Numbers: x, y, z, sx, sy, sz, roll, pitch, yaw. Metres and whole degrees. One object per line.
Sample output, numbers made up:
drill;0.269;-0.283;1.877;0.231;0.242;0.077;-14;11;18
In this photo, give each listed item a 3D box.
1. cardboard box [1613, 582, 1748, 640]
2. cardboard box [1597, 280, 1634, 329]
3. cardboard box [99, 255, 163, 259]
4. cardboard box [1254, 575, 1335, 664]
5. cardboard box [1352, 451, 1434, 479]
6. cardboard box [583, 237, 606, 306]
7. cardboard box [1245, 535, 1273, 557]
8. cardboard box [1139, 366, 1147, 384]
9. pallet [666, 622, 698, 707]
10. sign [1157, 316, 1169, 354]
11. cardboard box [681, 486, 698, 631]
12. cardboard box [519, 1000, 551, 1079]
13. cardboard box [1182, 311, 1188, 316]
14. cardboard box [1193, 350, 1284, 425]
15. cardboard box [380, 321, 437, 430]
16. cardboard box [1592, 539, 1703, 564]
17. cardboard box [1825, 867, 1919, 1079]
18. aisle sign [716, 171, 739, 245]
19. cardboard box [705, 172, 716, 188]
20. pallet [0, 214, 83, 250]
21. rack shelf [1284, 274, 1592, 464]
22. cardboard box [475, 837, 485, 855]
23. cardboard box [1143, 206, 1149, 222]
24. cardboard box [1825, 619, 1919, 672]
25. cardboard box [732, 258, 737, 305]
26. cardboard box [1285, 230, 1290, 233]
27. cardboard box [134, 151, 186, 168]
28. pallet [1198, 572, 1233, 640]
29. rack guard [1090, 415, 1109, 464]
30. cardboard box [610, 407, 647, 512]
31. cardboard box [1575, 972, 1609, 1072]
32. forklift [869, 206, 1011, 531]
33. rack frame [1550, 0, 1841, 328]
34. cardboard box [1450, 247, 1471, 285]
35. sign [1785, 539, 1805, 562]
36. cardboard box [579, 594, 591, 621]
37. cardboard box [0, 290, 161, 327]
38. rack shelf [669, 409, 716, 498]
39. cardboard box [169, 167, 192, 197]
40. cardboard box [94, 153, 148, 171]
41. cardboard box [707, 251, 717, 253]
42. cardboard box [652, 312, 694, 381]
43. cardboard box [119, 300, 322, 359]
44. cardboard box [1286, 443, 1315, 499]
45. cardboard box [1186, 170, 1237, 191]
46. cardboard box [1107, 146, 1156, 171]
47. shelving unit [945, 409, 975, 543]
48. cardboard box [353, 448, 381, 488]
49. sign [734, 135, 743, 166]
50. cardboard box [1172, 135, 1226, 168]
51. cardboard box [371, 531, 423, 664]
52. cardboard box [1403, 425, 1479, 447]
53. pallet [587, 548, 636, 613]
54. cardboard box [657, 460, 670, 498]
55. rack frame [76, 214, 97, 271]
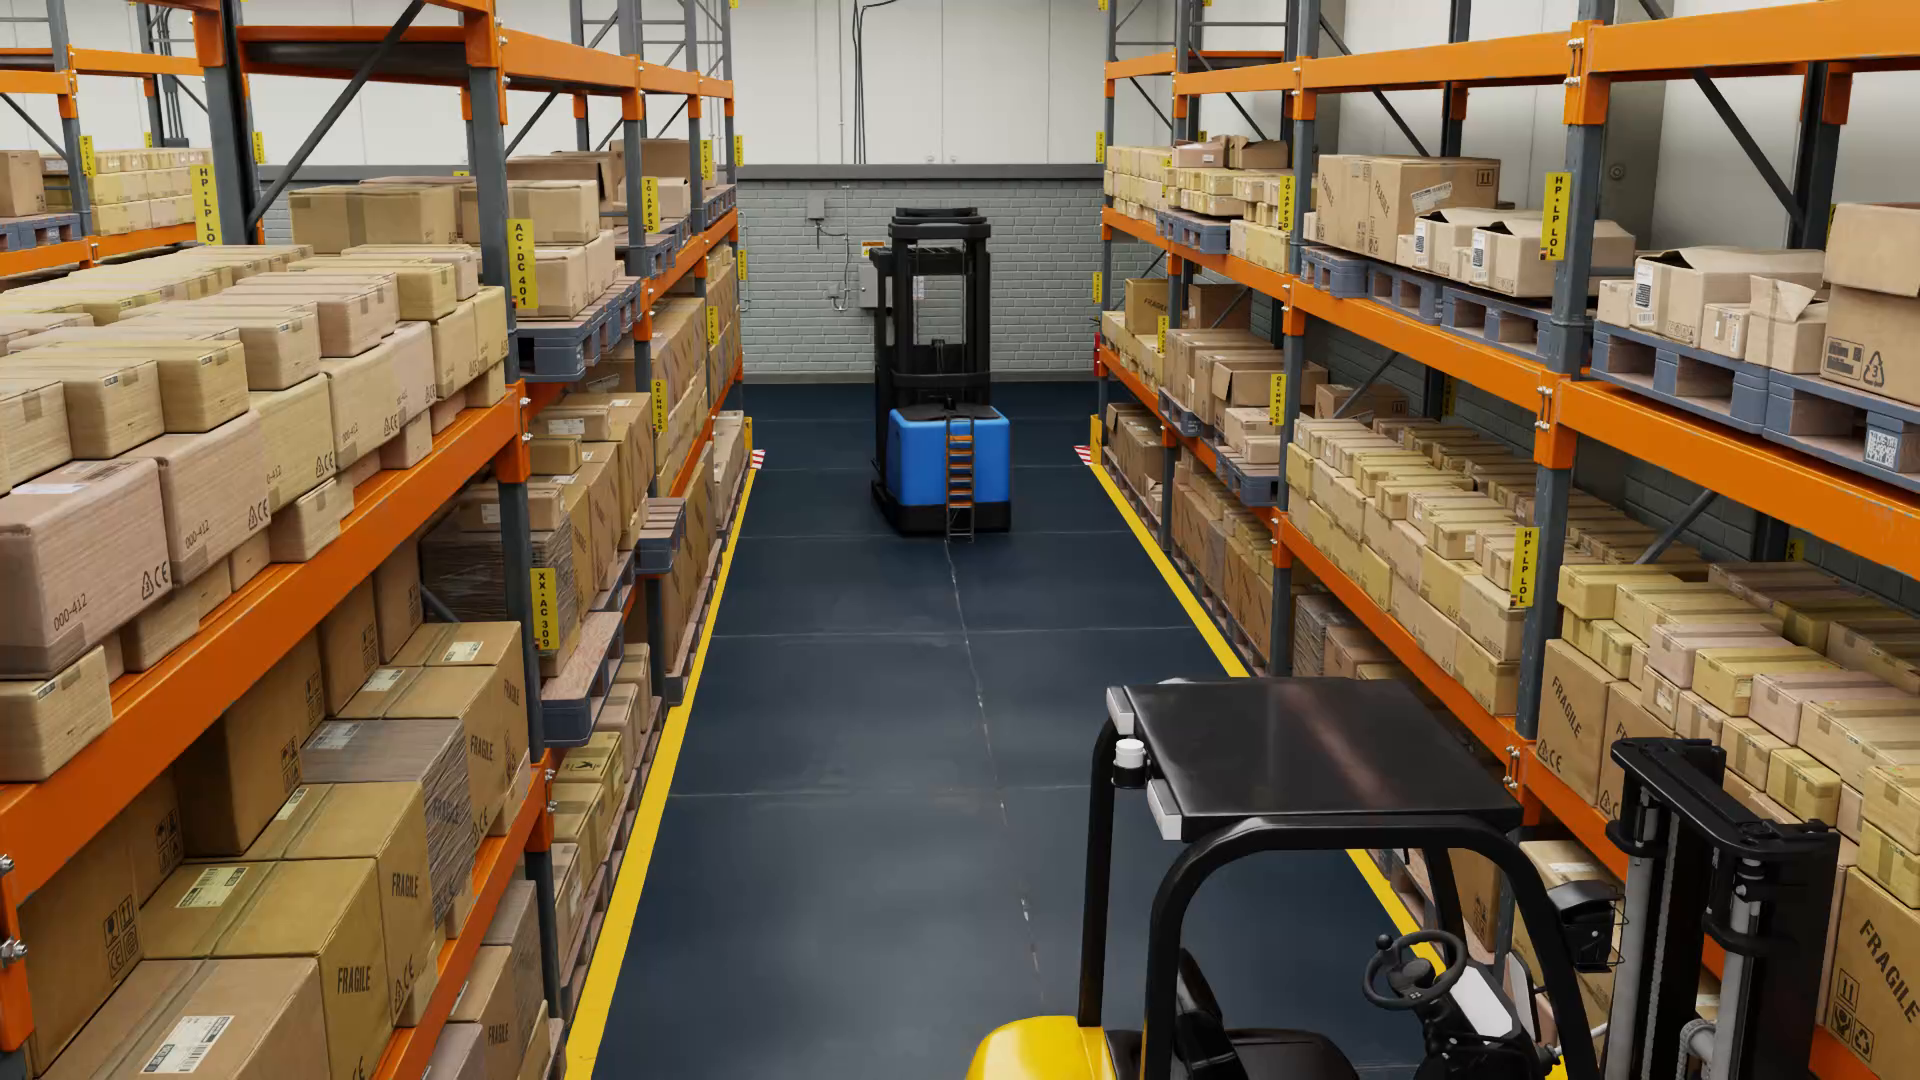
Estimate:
cardboard box;2.647;0.261;6.117;0.380;0.149;0.250;-1;14;-3
cardboard box;2.524;-0.846;5.960;0.380;0.149;0.250;-1;14;-2
cardboard box;-8.022;-2.491;16.107;0.500;0.500;0.500;-1;14;-5
cardboard box;2.311;0.531;11.341;0.500;0.500;0.500;0;14;-2
cardboard box;2.411;-0.396;9.269;0.380;0.149;0.250;-1;14;-3
cardboard box;-1.823;-1.163;7.189;0.500;0.250;0.500;-1;14;-4
cardboard box;2.248;0.066;11.845;0.380;0.149;0.250;-1;14;-5
cardboard box;1.921;-1.580;15.877;0.380;0.149;0.250;-1;14;-4
pallet;-2.376;0.856;11.498;1.003;0.211;1.213;-1;14;-3
sign;1.763;-1.778;14.404;0.100;0.325;0.005;-1;14;-3
cardboard box;-2.413;0.134;12.132;0.875;0.875;0.875;-1;14;-3
cardboard box;-1.850;1.969;6.253;0.500;0.250;0.500;0;14;-1
cardboard box;2.349;-2.325;17.971;0.500;0.250;0.500;0;14;-2
cardboard box;2.191;-1.173;12.747;0.700;0.500;0.500;-1;14;-4
cardboard box;-1.809;-0.468;4.733;0.500;0.250;0.500;-1;14;-4
cardboard box;3.028;0.100;7.341;0.380;0.149;0.250;-1;14;-5
cardboard box;2.700;1.192;4.398;0.500;0.500;0.500;-1;14;-4
aisle sign;-2.593;-3.568;17.881;0.394;0.787;0.004;-1;14;-3
cardboard box;-2.674;-3.656;16.880;0.380;0.149;0.250;-2;15;-8
pallet;-7.652;-2.397;12.902;1.213;0.211;1.003;-1;14;-3
rack shelf;2.676;-0.981;8.468;1.077;0.370;4.000;-1;14;-3
cardboard box;-1.870;1.023;5.759;0.380;0.149;0.250;-1;14;-3
cardboard box;1.947;-3.104;15.777;0.380;0.149;0.250;-1;14;-3
cardboard box;3.203;0.378;5.660;0.380;0.149;0.250;-1;14;-5
cardboard box;-2.630;-2.703;17.528;0.500;0.500;0.500;0;14;-2
cardboard box;2.289;-2.032;10.609;0.380;0.149;0.250;-1;14;-2
cardboard box;-7.445;-3.539;15.463;0.380;0.149;0.250;-1;14;-5
pallet;2.471;0.487;12.933;1.003;0.211;1.213;-1;14;-3
rack guard;2.061;-1.135;18.656;1.175;0.500;0.348;-1;14;-3
cardboard box;-2.054;-0.456;9.361;0.500;0.500;0.500;-1;14;-4
cardboard box;2.555;1.757;6.074;0.500;0.250;0.500;-1;14;-4
forklift;-0.295;-1.822;16.449;1.130;2.935;3.031;-3;15;-10
rack frame;2.799;-2.285;6.072;1.000;3.000;0.127;-1;14;-3
cardboard box;2.428;-1.231;7.457;0.380;0.149;0.250;-1;14;-4
sign;3.353;0.154;6.736;0.100;0.325;0.005;-1;14;-3
cardboard box;-1.948;0.278;7.812;0.380;0.149;0.250;-1;14;-3
cardboard box;-2.282;-0.551;4.254;0.380;0.149;0.250;-1;14;-2
rack shelf;-2.526;-0.446;12.407;1.077;0.370;4.000;-1;14;-3
cardboard box;-7.468;-3.316;15.397;0.500;0.250;0.500;-2;15;-6
cardboard box;-7.423;-3.341;14.691;0.380;0.149;0.250;-1;14;-5
cardboard box;-2.616;-2.792;16.573;0.380;0.149;0.250;-1;14;-4
cardboard box;-2.321;-1.462;12.706;0.500;0.500;0.500;0;14;-2
cardboard box;-1.788;-0.495;4.038;0.380;0.149;0.250;-1;14;-2
cardboard box;2.310;-0.429;10.197;0.500;0.250;0.500;-1;14;-3
cardboard box;1.988;-2.822;13.044;0.380;0.149;0.250;-1;14;-4
cardboard box;1.833;-4.016;17.520;0.500;0.250;0.500;-1;14;-4
shelving unit;0.001;-0.577;15.087;0.258;1.200;0.189;-1;14;-3
cardboard box;-1.849;-0.237;4.637;0.380;0.149;0.250;-1;14;-2
sign;-2.355;-4.135;17.662;0.100;0.325;0.005;-1;14;-3
cardboard box;1.974;-3.216;13.744;0.396;0.266;0.258;-1;14;-4
cardboard box;-2.344;0.134;5.905;0.700;0.500;0.500;-1;14;-4
cardboard box;2.901;-0.596;10.044;0.380;0.149;0.250;-1;14;-2
pallet;-2.239;0.288;8.497;1.003;0.211;1.213;-1;14;-3
cardboard box;-2.182;-0.350;10.891;0.500;0.250;0.500;-1;14;-4
rack frame;-7.584;-1.190;13.856;1.000;3.000;0.127;-1;14;-3
